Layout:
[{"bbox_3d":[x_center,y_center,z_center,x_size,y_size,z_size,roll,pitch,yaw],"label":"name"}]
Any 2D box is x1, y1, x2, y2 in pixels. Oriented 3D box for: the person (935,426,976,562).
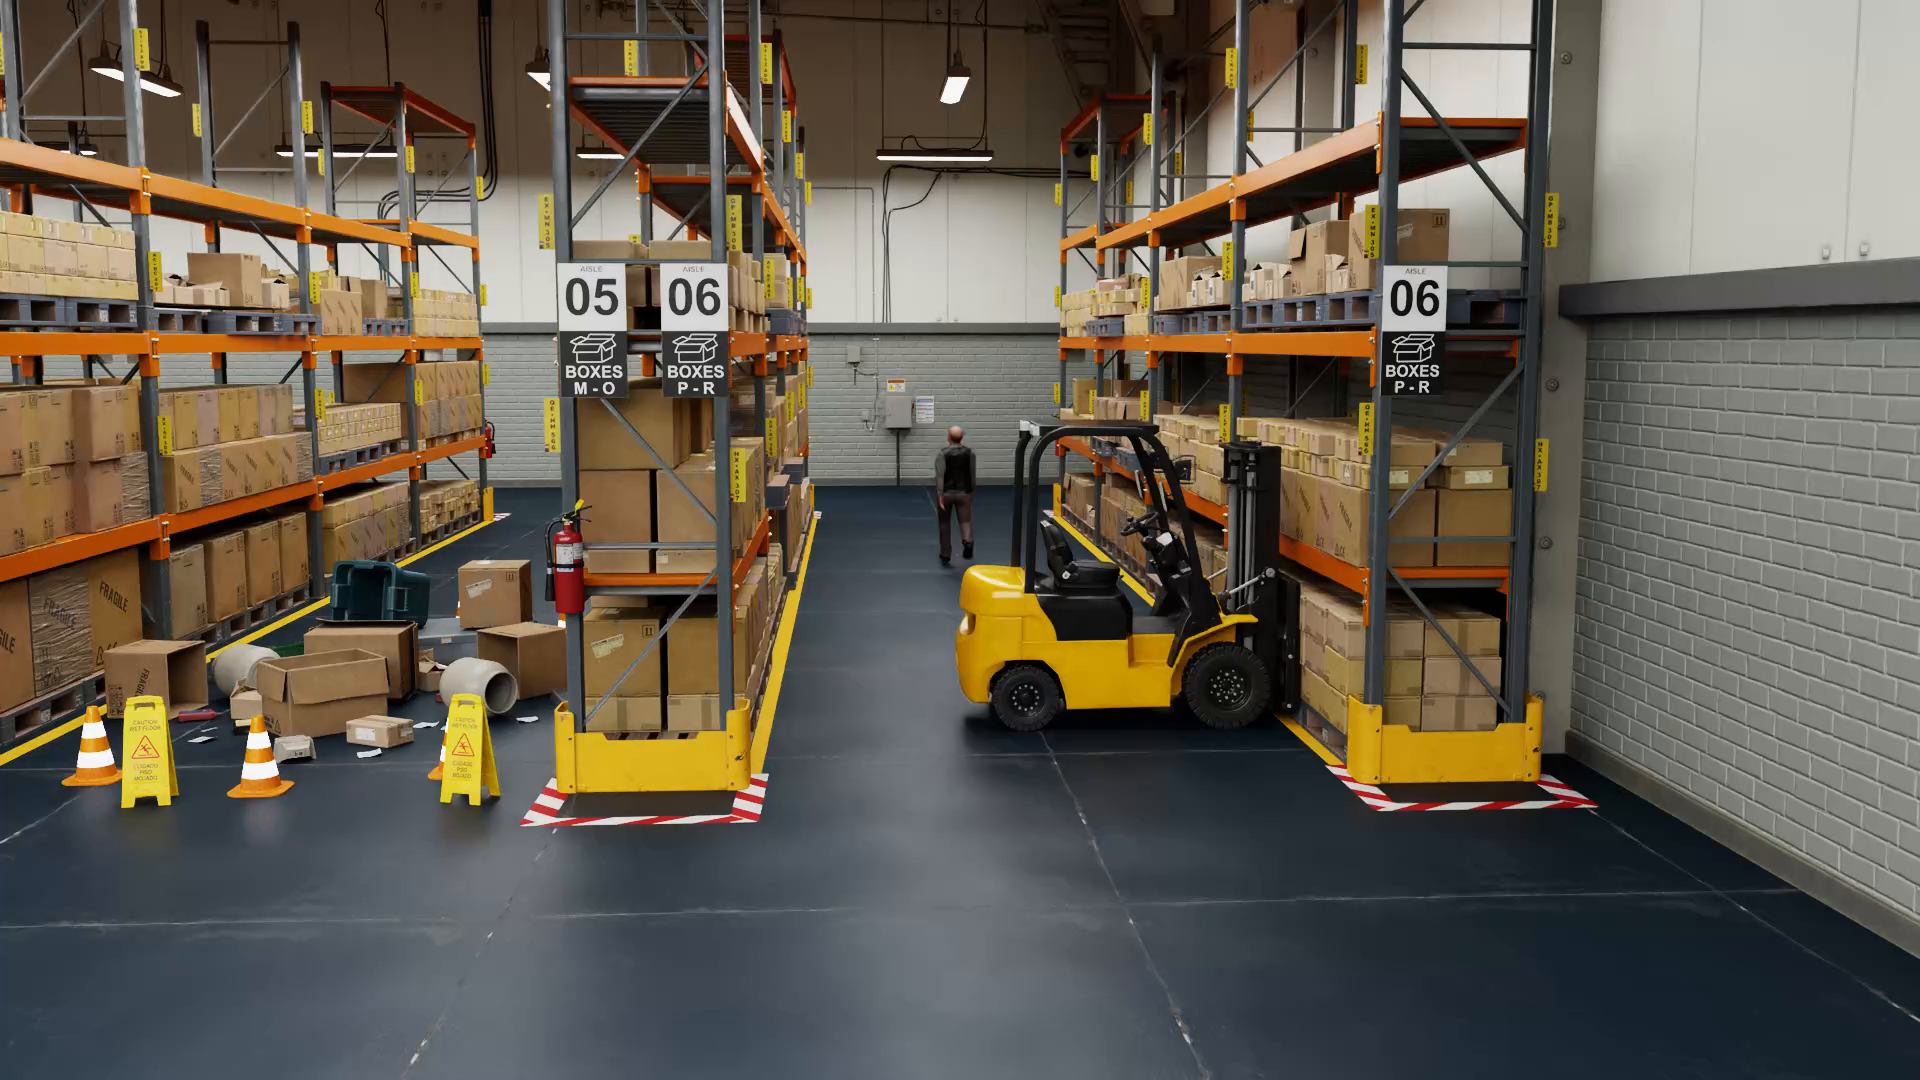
[{"bbox_3d":[-0.058,-0.555,20.485,0.525,1.688,0.861,-1,7,-10],"label":"person"}]
